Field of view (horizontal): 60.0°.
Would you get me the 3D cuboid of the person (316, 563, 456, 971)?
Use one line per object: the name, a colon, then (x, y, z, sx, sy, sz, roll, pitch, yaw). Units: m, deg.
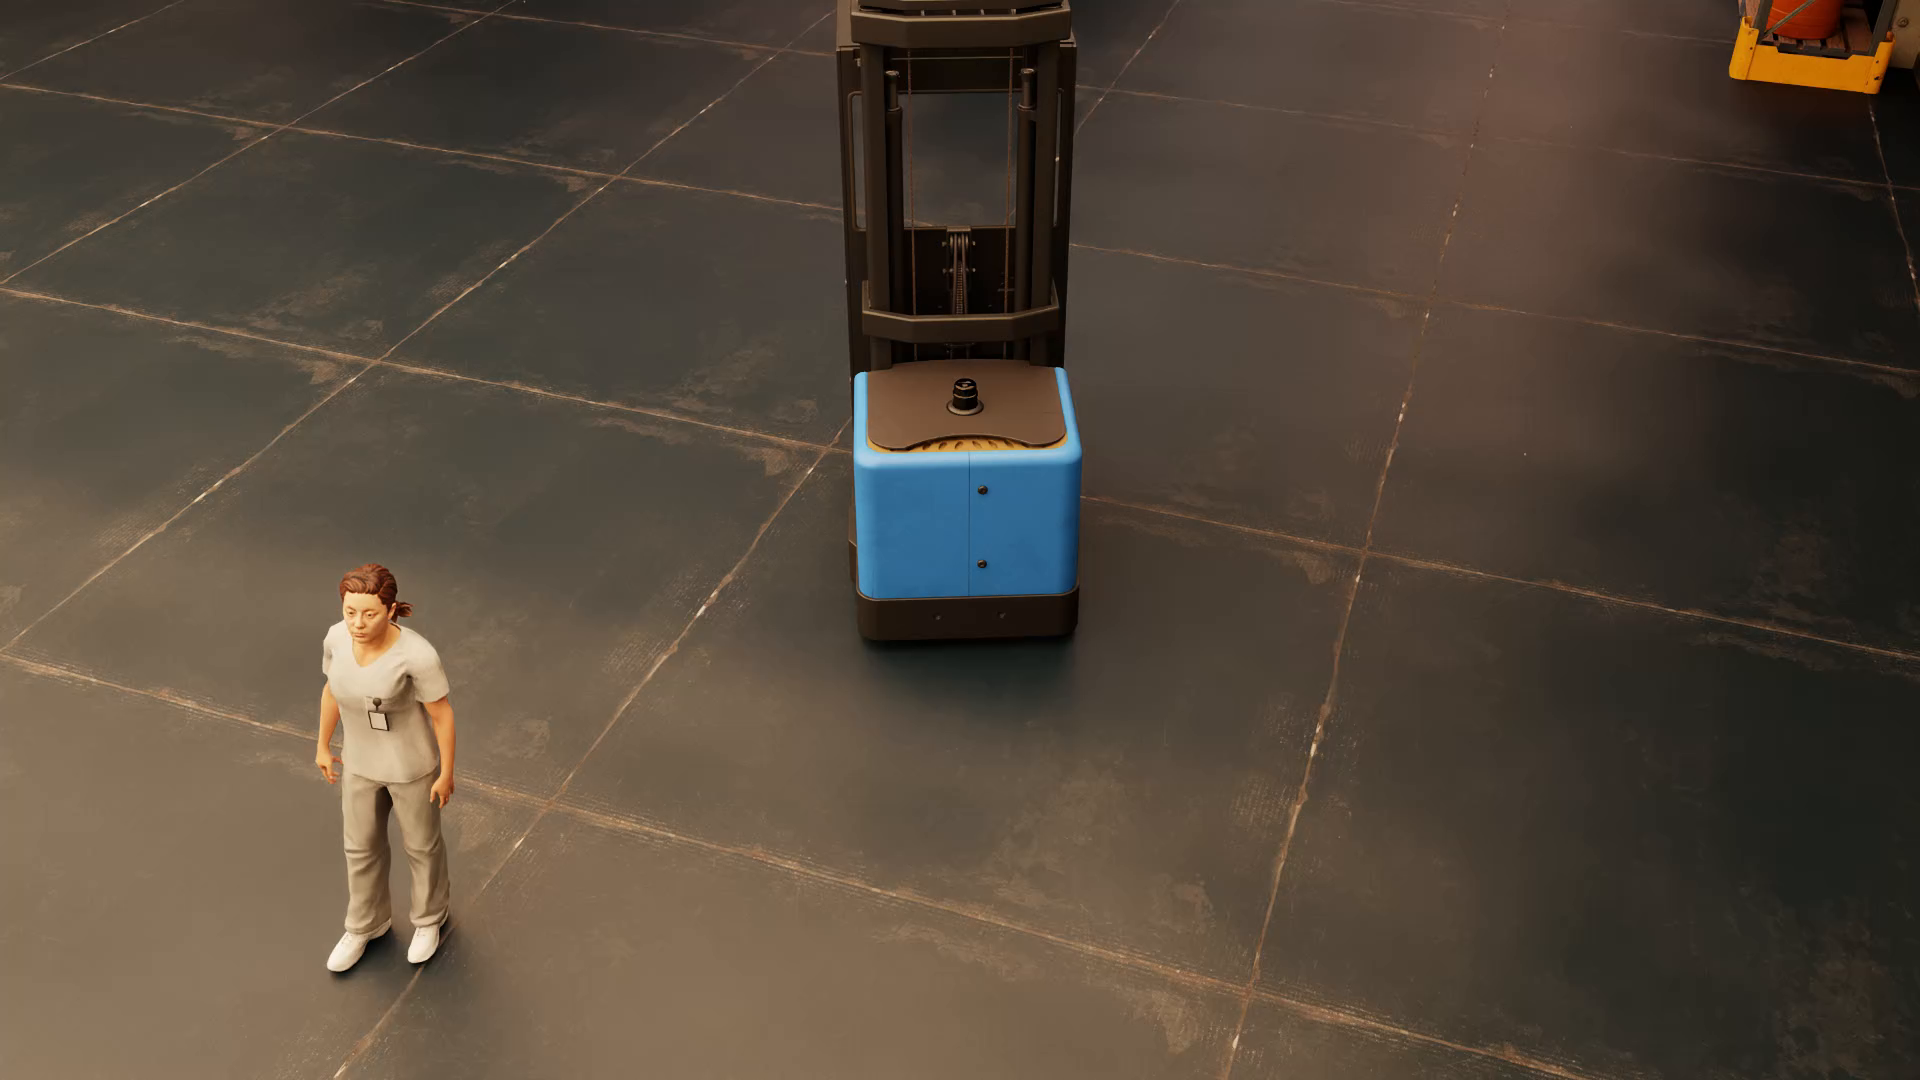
person: (-2.084, 0.847, 5.989, 0.550, 1.676, 0.550, 8, 36, 11)

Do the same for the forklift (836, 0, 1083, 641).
forklift: (-0.029, -1.547, 8.293, 1.130, 2.935, 3.031, -2, 35, -2)
